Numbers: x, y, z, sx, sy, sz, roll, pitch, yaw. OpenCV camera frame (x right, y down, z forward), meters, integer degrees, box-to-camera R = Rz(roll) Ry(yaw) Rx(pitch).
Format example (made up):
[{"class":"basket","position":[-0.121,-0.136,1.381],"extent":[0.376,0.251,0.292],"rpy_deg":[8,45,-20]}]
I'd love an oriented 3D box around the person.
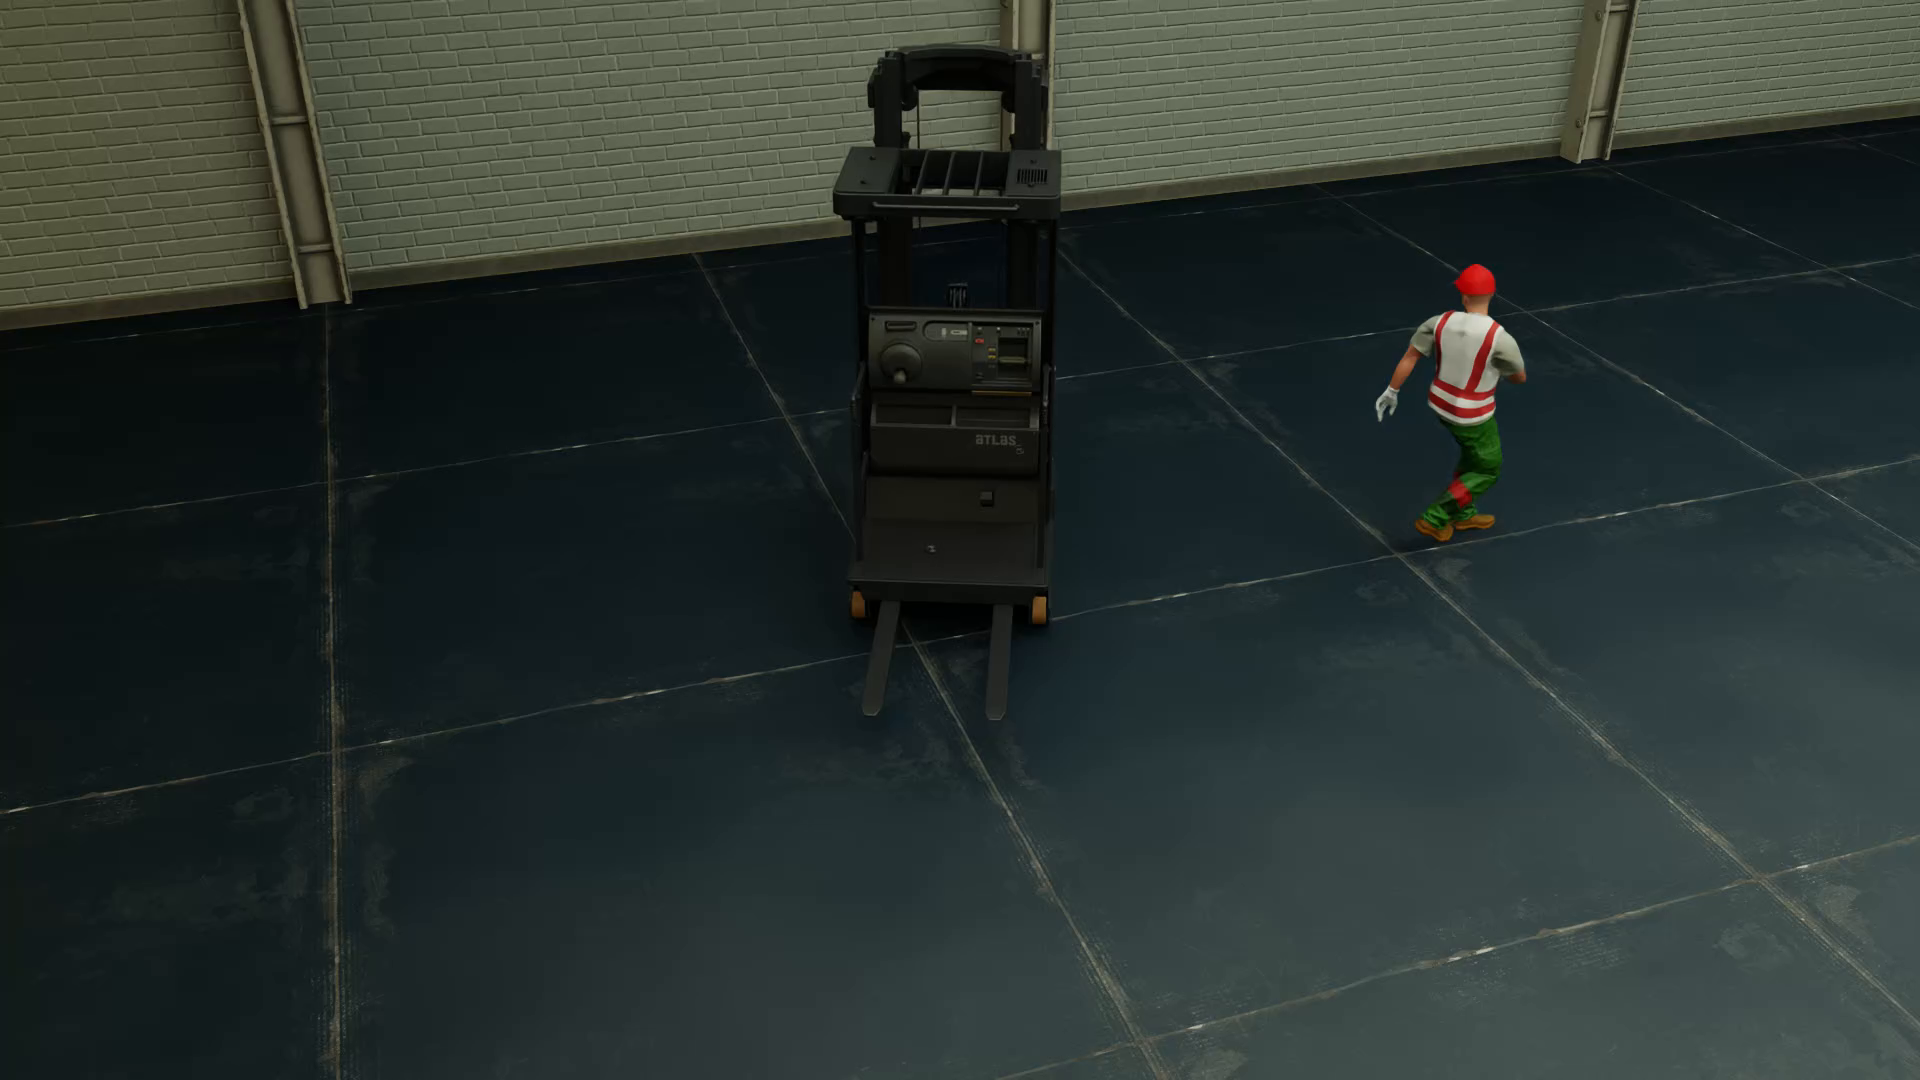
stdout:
[{"class":"person","position":[2.912,-0.786,9.695],"extent":[0.782,1.706,0.628],"rpy_deg":[-15,33,-24]}]

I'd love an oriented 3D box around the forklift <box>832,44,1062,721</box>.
[{"class":"forklift","position":[-0.039,-0.967,8.767],"extent":[1.130,2.935,3.031],"rpy_deg":[2,30,3]}]
